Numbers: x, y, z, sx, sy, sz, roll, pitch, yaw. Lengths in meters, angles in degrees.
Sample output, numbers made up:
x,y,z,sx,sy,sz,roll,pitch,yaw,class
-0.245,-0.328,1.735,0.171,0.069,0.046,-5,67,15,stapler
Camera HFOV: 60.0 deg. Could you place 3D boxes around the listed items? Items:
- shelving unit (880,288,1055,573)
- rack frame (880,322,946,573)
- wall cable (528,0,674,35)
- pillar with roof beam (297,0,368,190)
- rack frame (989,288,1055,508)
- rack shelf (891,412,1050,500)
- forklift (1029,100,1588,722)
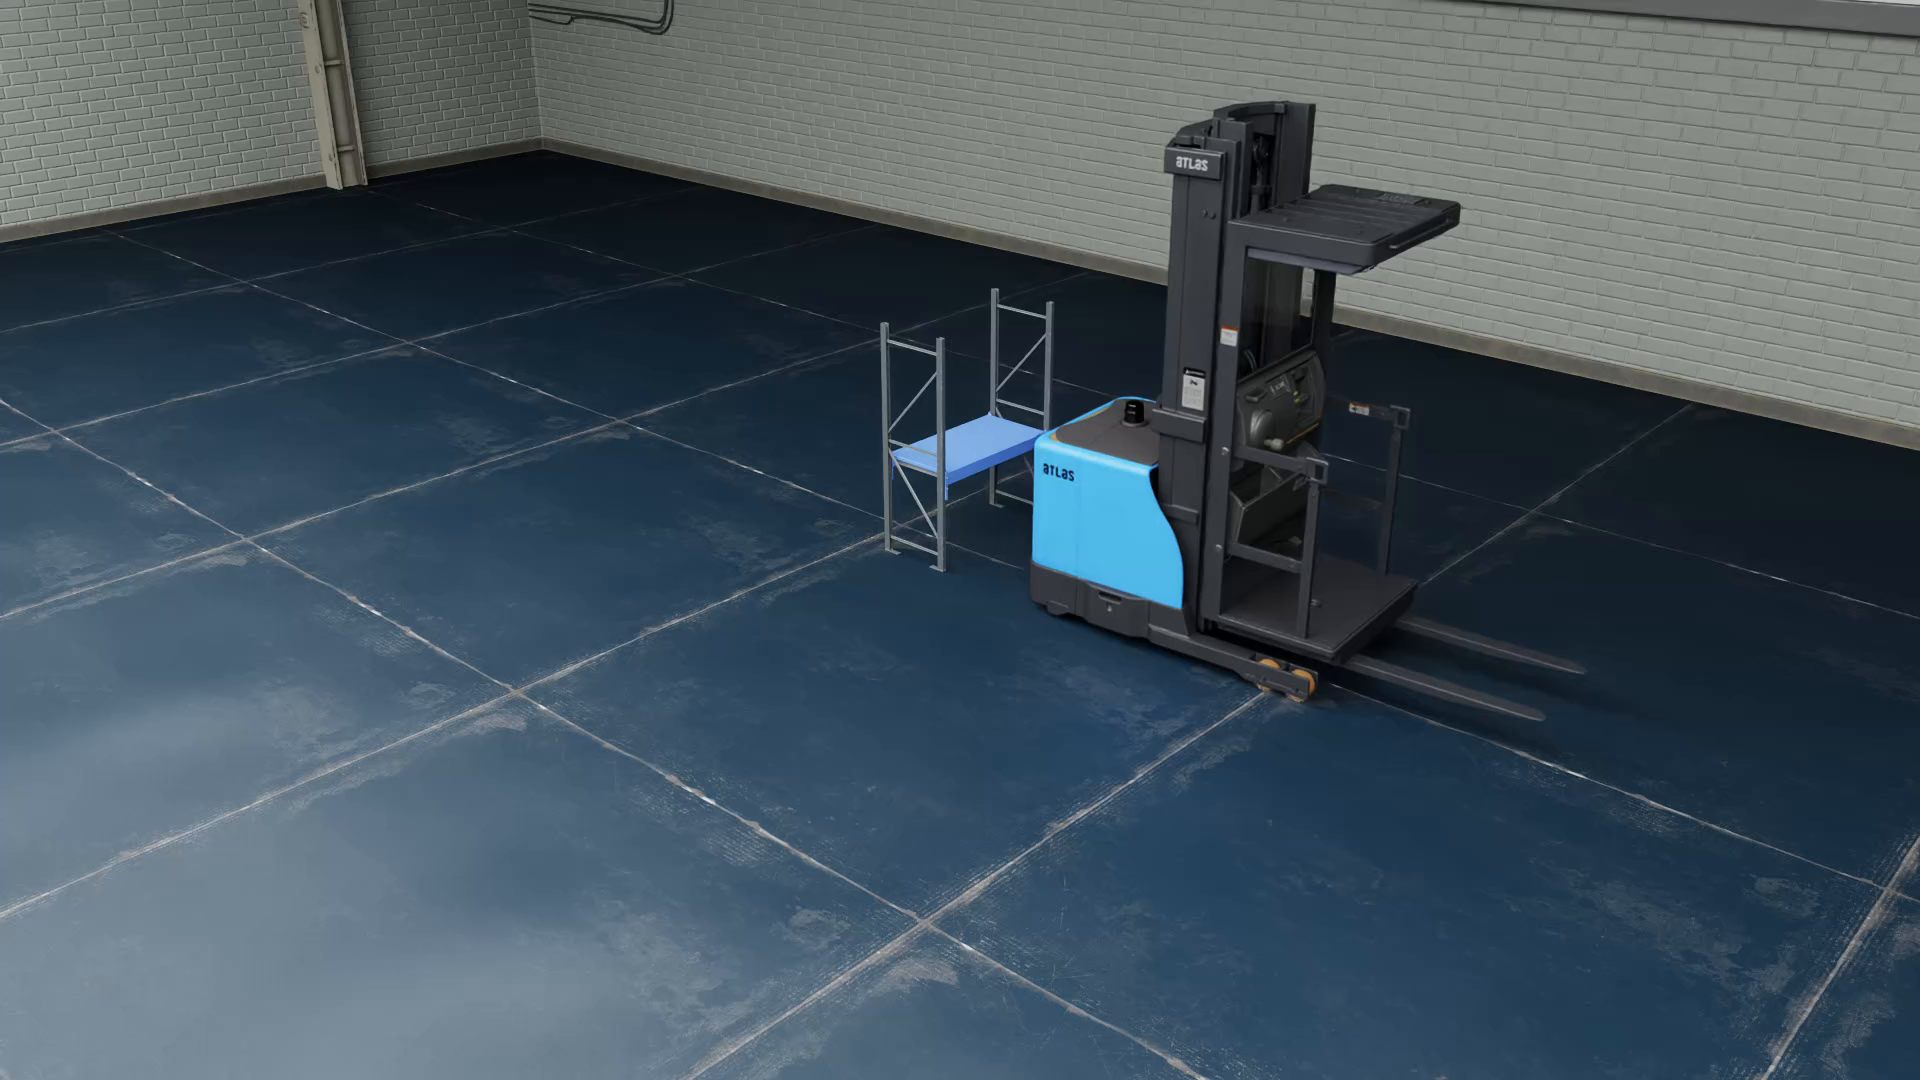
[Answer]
x,y,z,sx,sy,sz,roll,pitch,yaw,class
0.057,-0.710,10.501,0.538,1.500,1.048,20,31,38,shelving unit
-0.282,-0.555,10.156,0.500,1.500,0.032,20,31,38,rack frame
-4.607,-7.602,20.501,3.097,2.526,0.112,20,31,38,wall cable
-4.352,-7.307,16.048,9.100,9.000,0.400,20,31,38,pillar with roof beam
0.396,-0.865,10.847,0.500,1.500,0.032,20,31,38,rack frame
0.057,-0.546,10.575,0.538,0.185,1.000,20,31,38,rack shelf
1.884,-0.725,8.785,3.031,2.935,1.130,17,29,34,forklift
